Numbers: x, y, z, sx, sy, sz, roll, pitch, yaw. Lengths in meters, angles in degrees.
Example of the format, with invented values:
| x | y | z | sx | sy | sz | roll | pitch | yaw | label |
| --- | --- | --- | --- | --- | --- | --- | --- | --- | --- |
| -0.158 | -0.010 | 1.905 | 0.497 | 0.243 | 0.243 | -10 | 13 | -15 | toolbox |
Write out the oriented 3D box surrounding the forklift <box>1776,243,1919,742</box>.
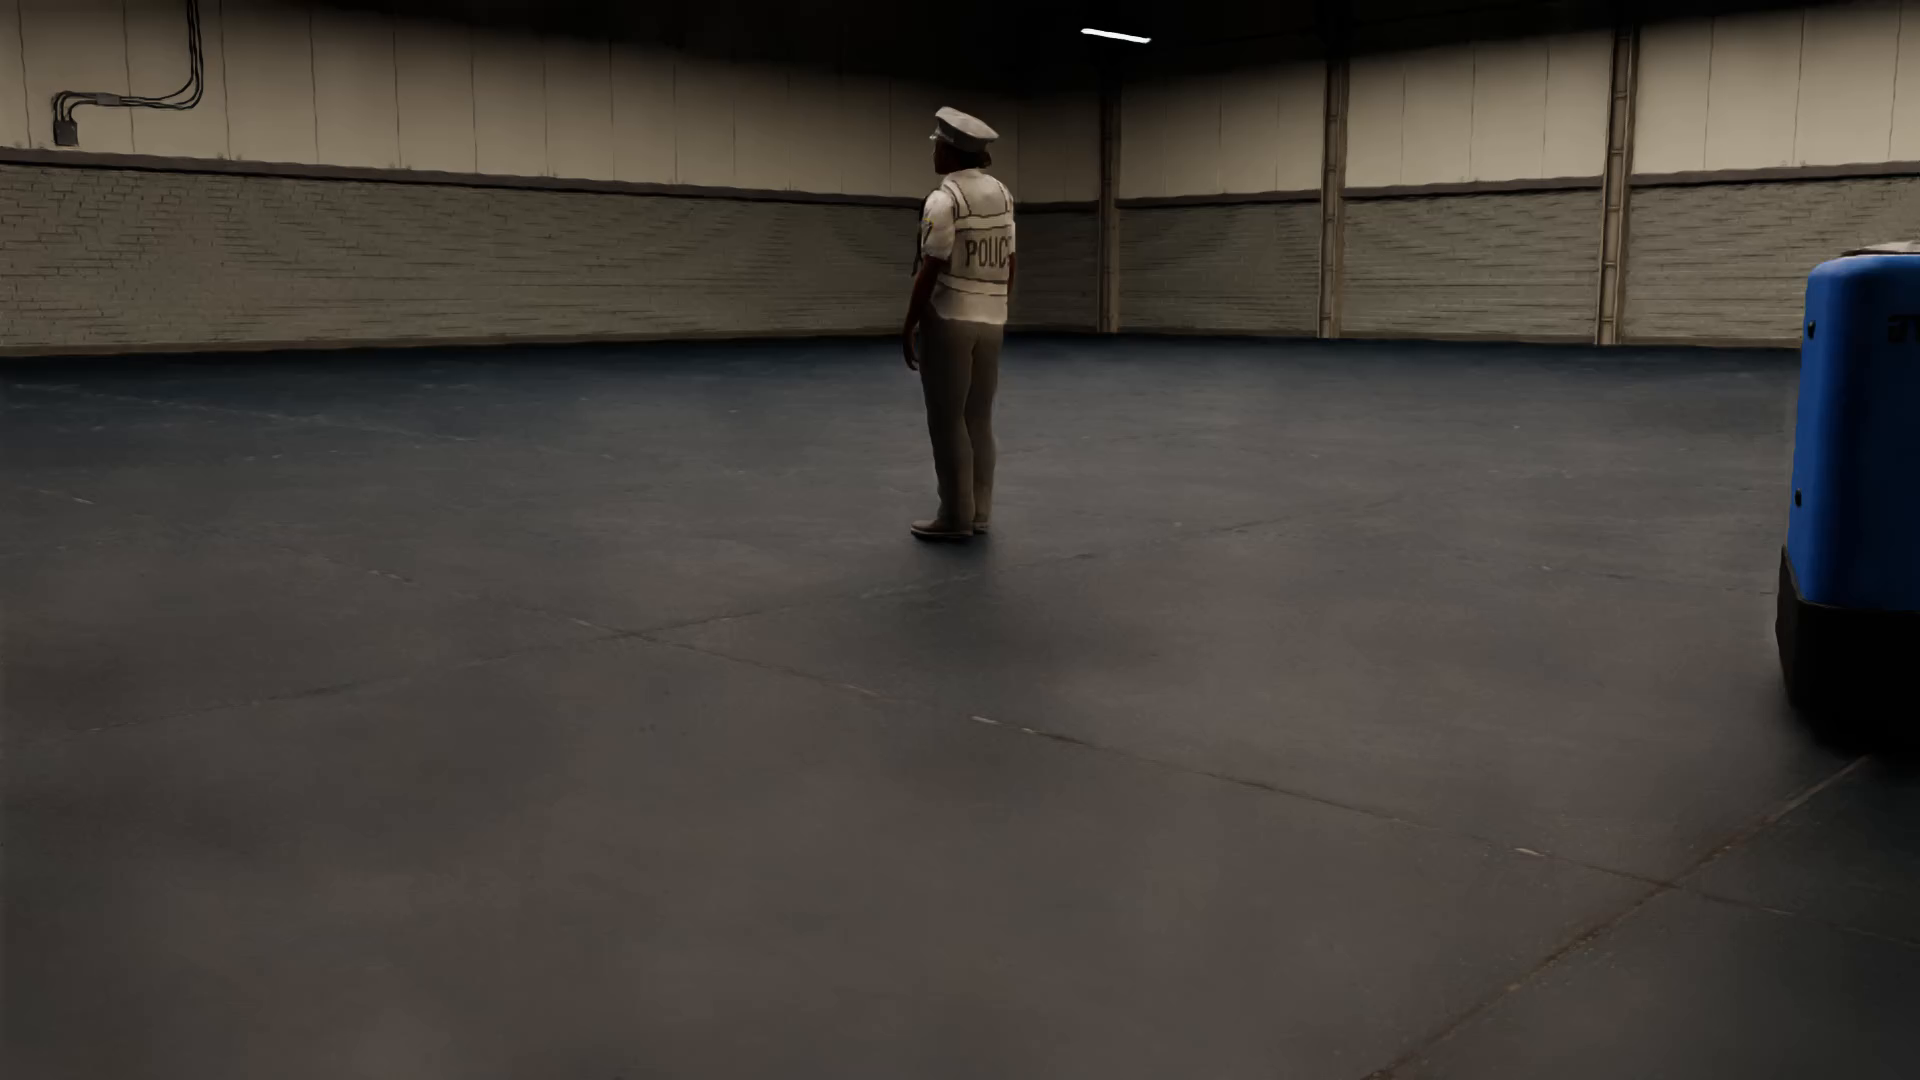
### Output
| x | y | z | sx | sy | sz | roll | pitch | yaw | label |
| --- | --- | --- | --- | --- | --- | --- | --- | --- | --- |
| 3.447 | -0.976 | 3.356 | 3.031 | 2.935 | 1.130 | 4 | 9 | 24 | forklift |

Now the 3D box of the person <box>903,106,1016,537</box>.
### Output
| x | y | z | sx | sy | sz | roll | pitch | yaw | label |
| --- | --- | --- | --- | --- | --- | --- | --- | --- | --- |
| -0.040 | -0.856 | 6.655 | 0.529 | 1.695 | 0.570 | 8 | 12 | 43 | person |
